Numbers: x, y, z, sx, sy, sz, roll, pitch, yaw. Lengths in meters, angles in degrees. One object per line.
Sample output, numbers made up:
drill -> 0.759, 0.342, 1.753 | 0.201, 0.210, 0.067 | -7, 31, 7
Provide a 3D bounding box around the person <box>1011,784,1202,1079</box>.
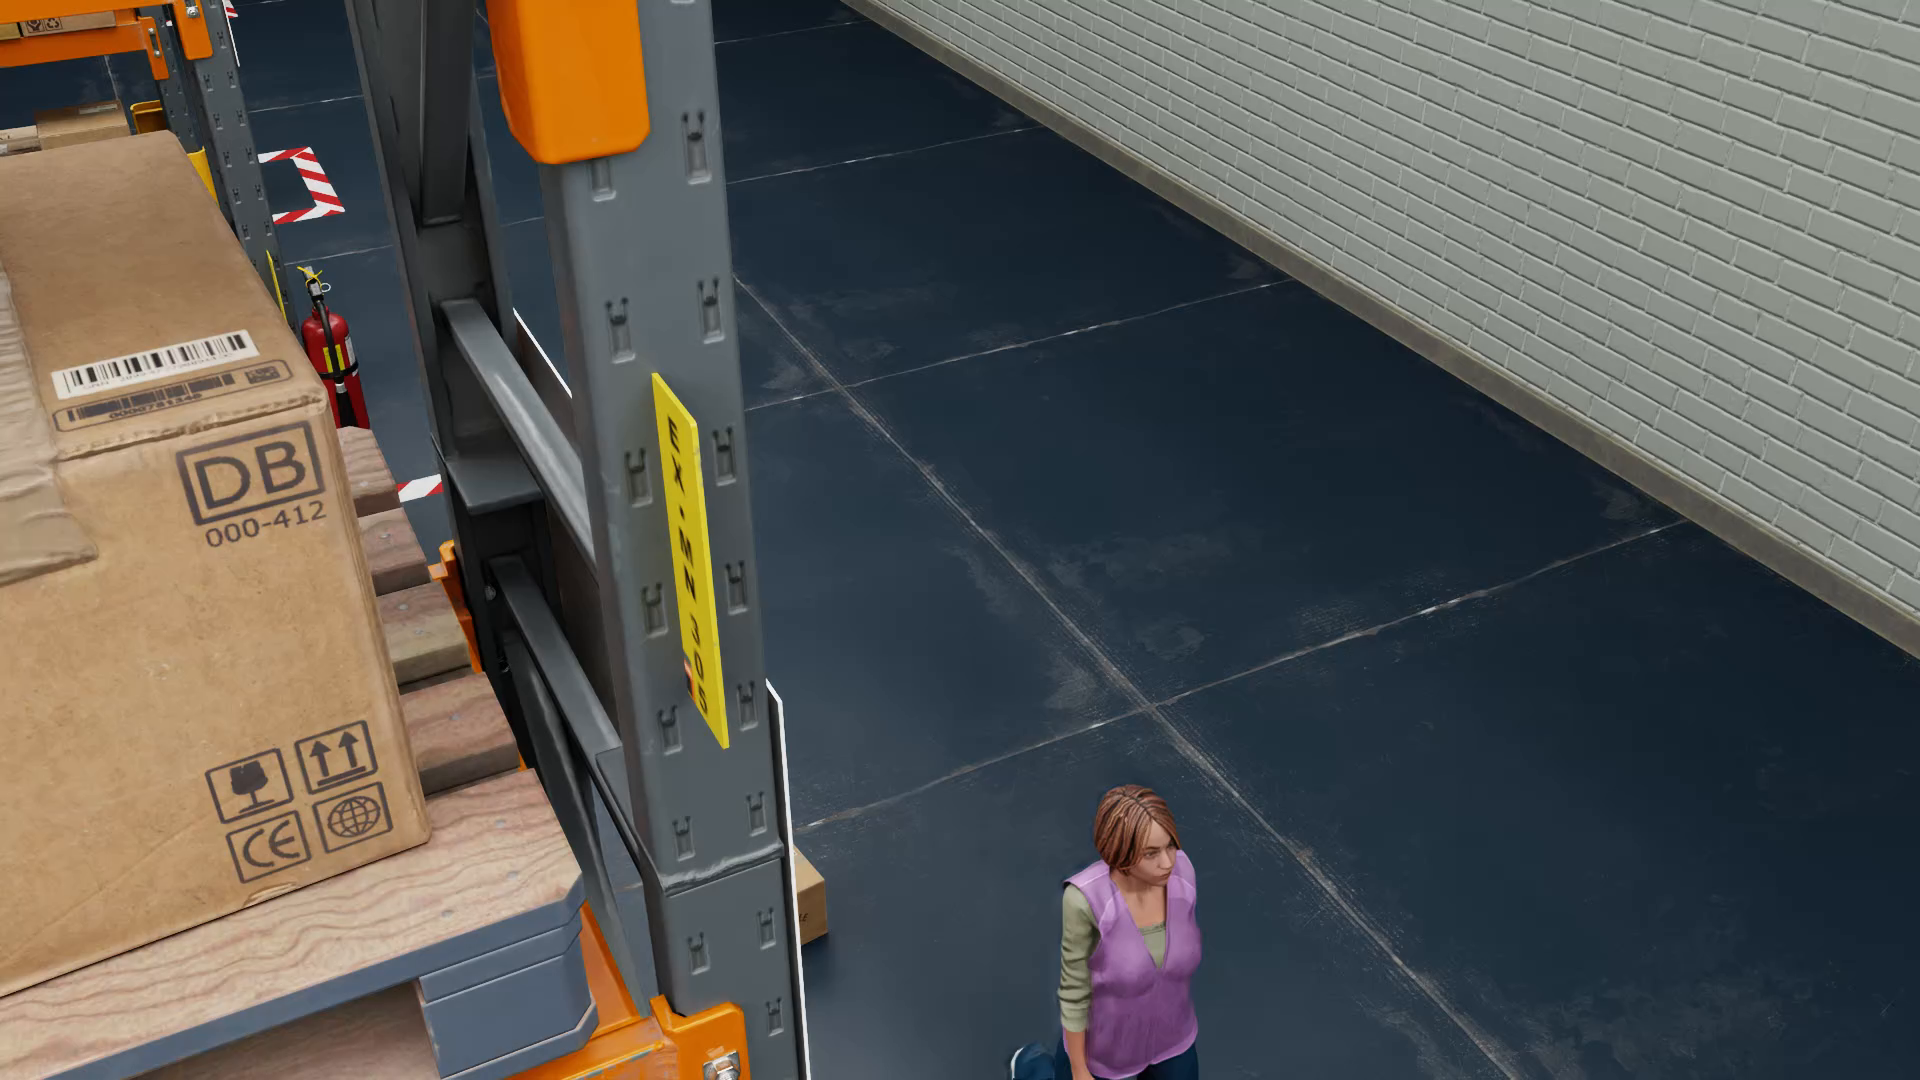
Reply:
person -> 0.402, 1.232, 4.276 | 0.393, 1.554, 0.774 | -11, 35, -16
